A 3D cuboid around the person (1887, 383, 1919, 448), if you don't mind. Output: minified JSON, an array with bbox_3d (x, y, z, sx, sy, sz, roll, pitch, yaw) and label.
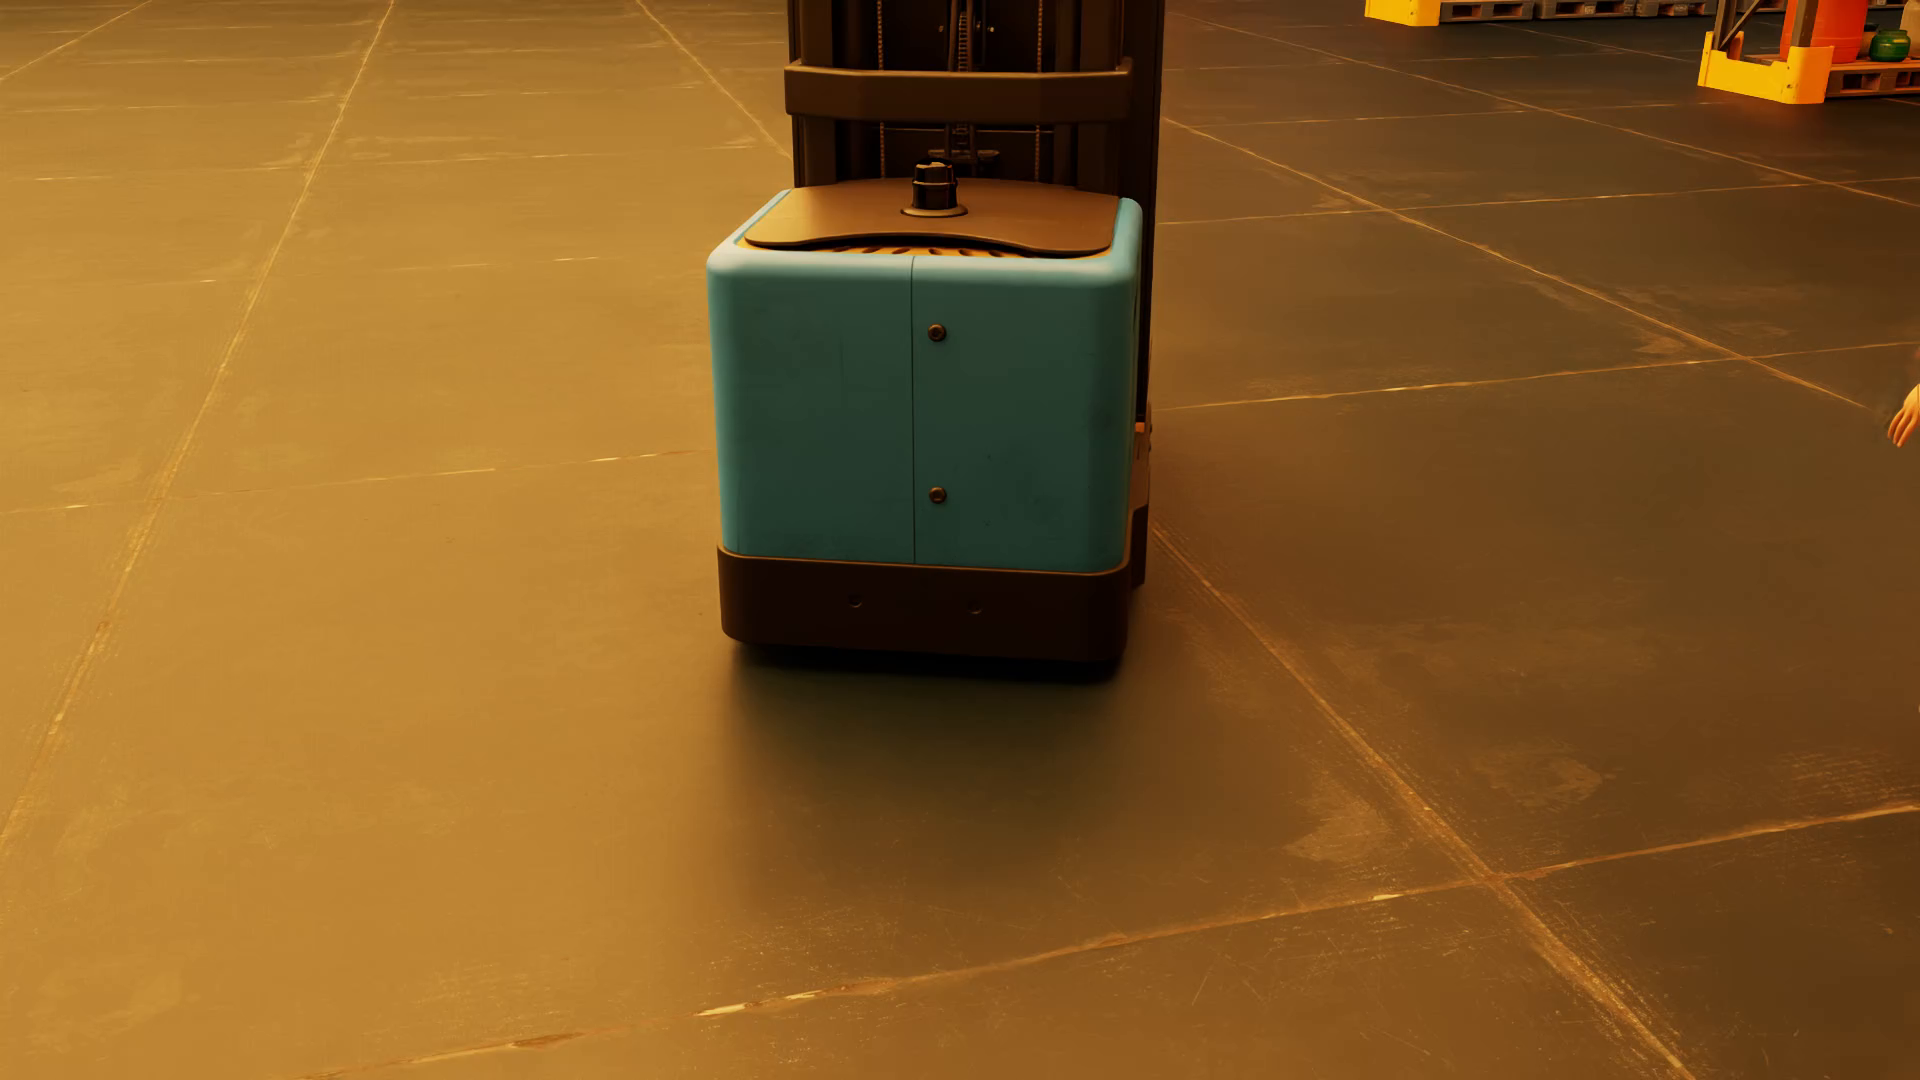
[{"bbox_3d":[2.403,-0.124,3.417,0.706,1.538,0.754,-4,23,-9],"label":"person"}]

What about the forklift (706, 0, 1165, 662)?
[{"bbox_3d":[0.076,-1.586,5.036,1.130,2.935,3.031,3,23,7],"label":"forklift"}]
